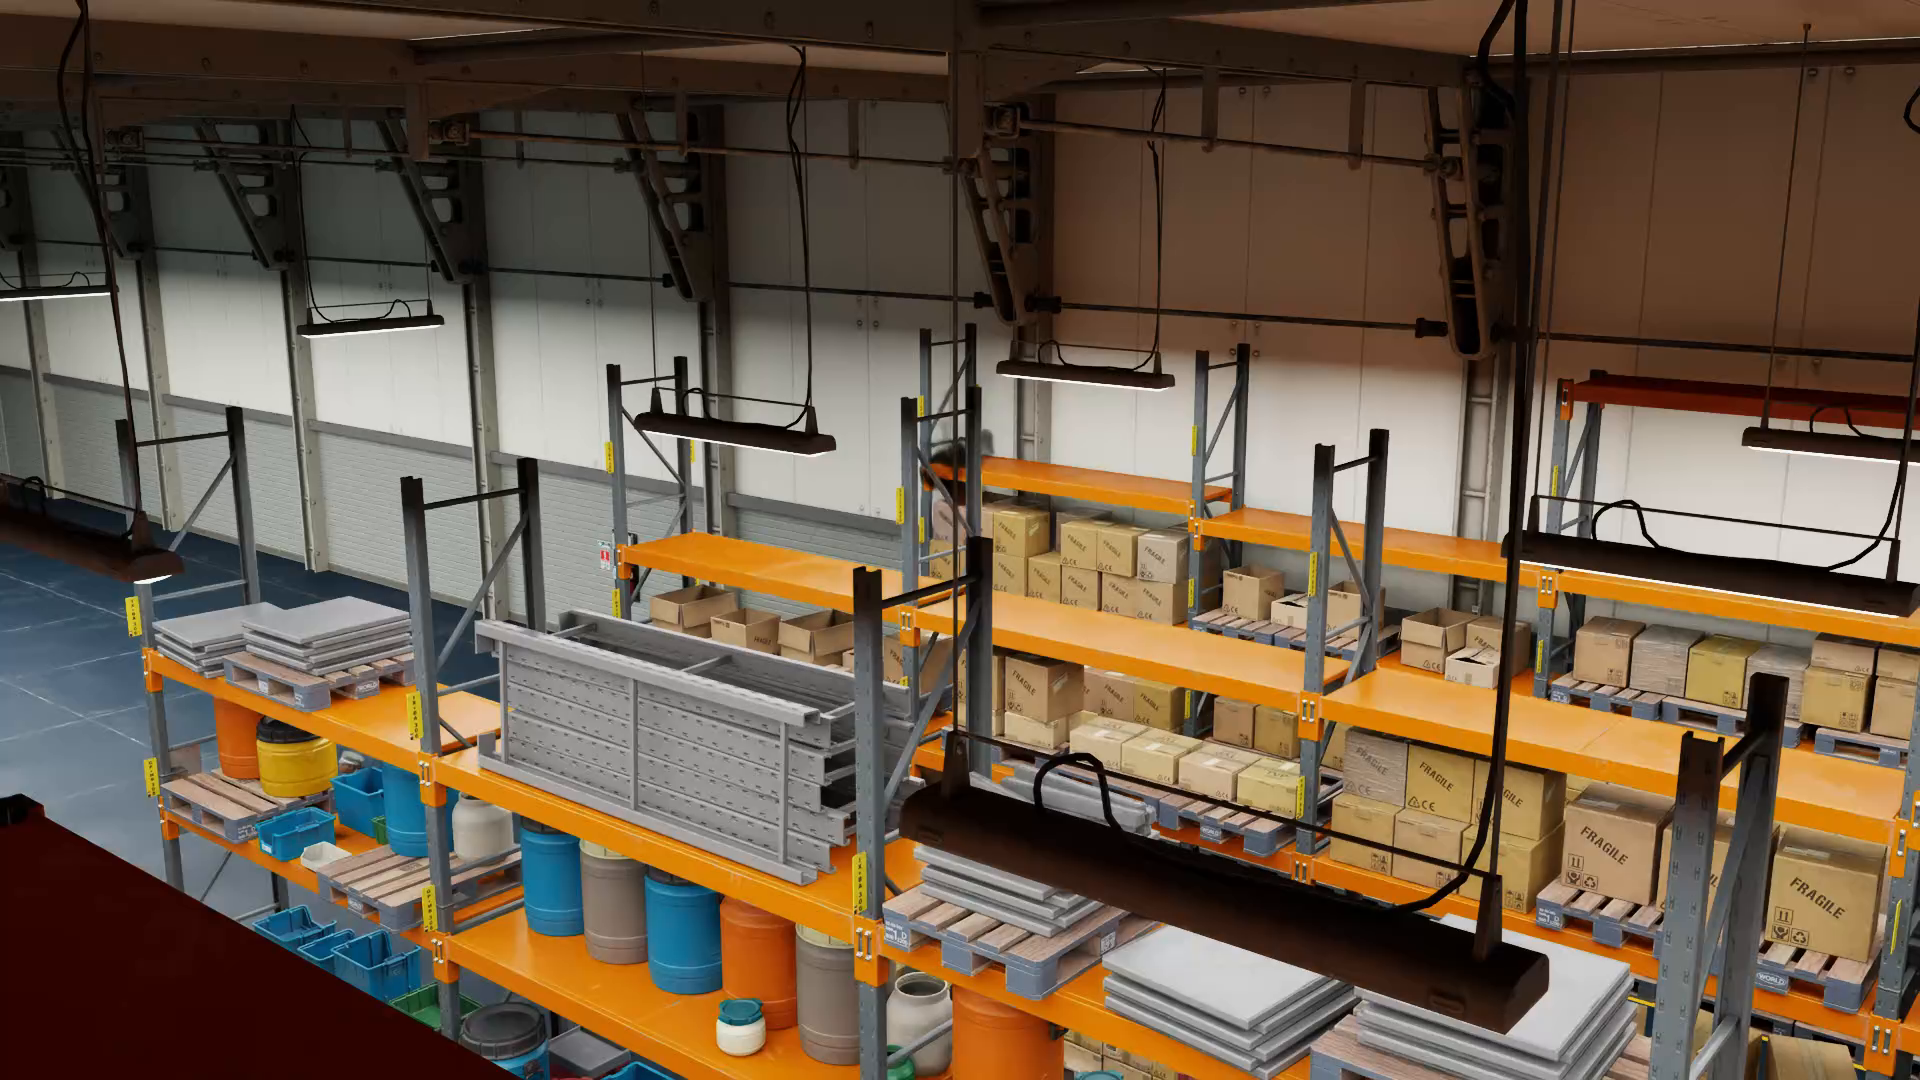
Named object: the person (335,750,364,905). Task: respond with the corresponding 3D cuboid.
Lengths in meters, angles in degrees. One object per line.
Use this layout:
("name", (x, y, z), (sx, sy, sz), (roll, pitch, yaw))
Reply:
("person", (-6.718, 3.164, 18.426), (0.714, 1.757, 0.556), (-6, 14, -24))
